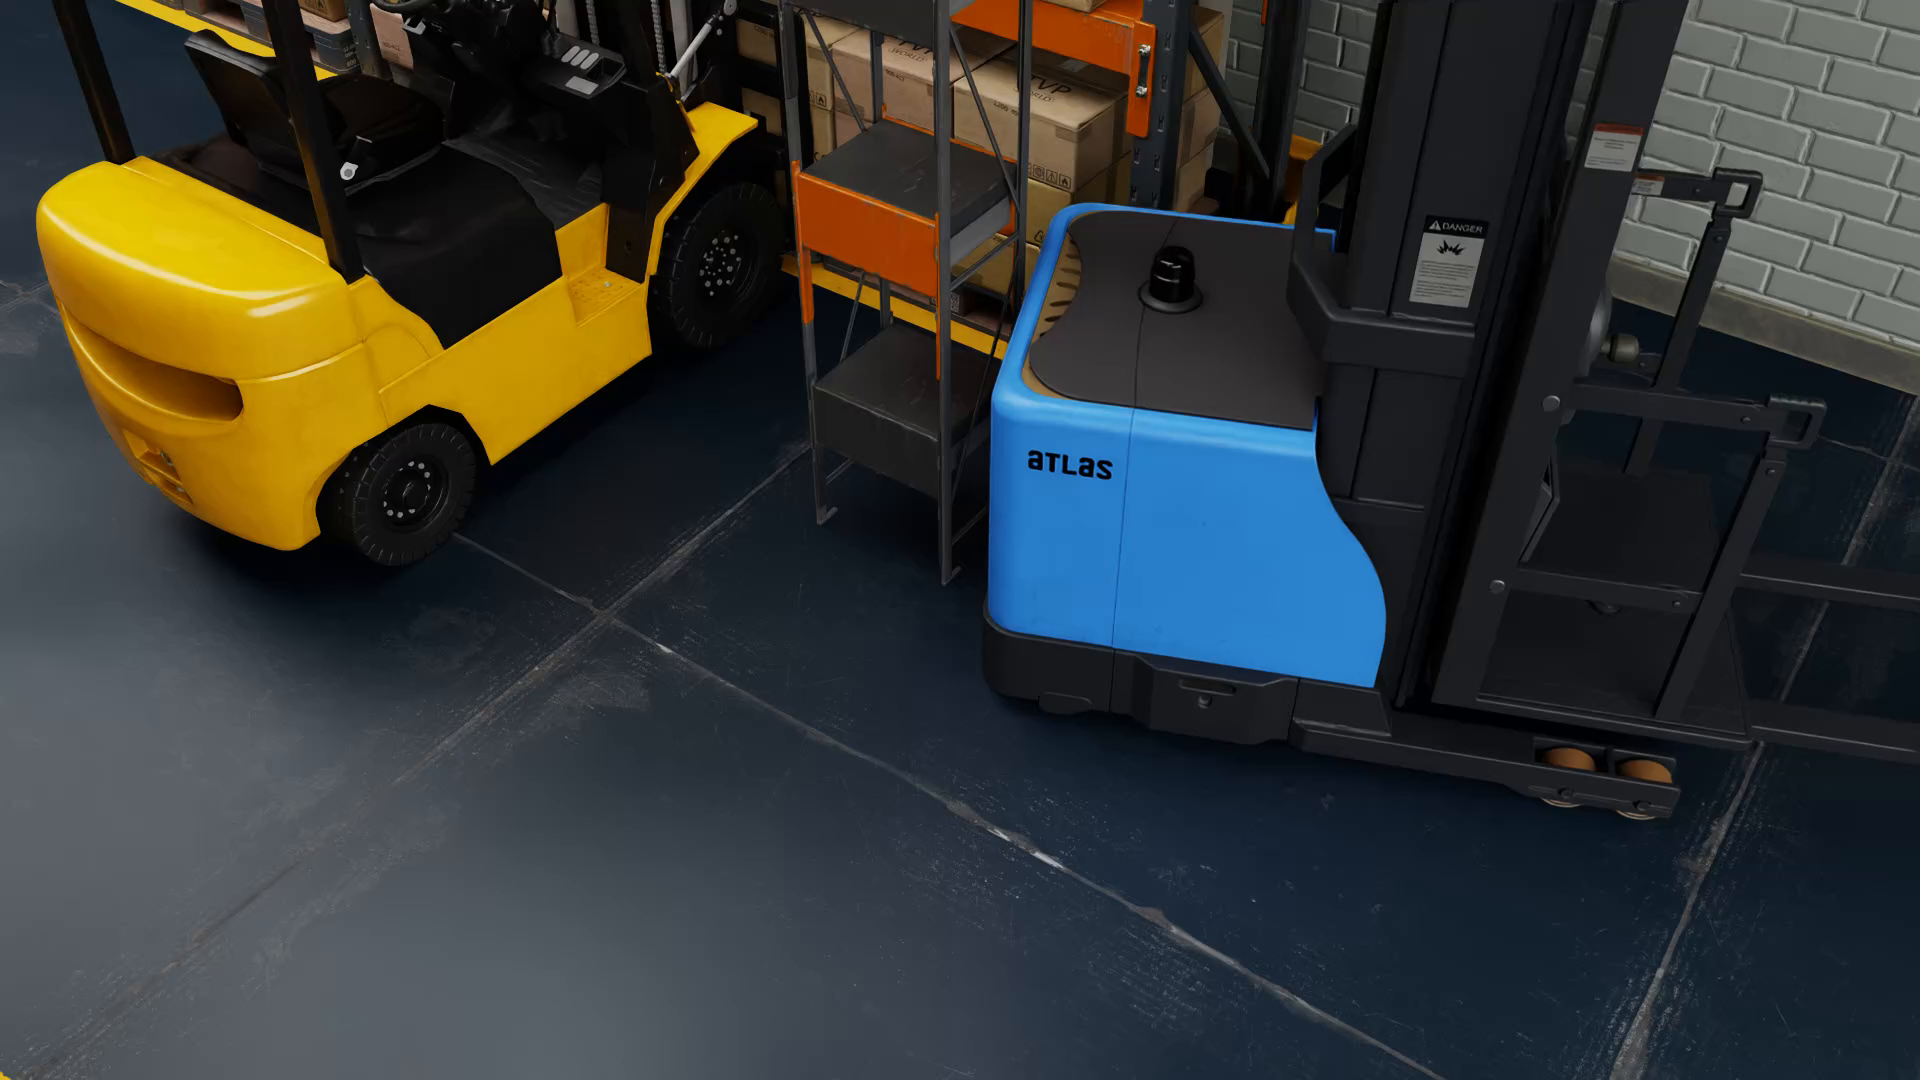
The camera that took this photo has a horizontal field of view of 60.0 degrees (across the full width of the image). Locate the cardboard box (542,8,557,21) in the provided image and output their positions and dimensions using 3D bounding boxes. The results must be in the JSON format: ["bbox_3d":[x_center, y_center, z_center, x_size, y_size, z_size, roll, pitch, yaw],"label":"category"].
[{"bbox_3d":[-1.356,-2.050,6.664,0.500,0.250,0.500,25,47,25],"label":"cardboard box"}]

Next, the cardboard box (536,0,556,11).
[{"bbox_3d":[-1.351,-2.239,6.500,0.500,0.250,0.500,27,48,27],"label":"cardboard box"}]

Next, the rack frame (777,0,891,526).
[{"bbox_3d":[-0.335,-0.939,4.725,0.015,2.100,0.400,25,48,25],"label":"rack frame"}]

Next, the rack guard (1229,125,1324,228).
[{"bbox_3d":[0.901,-1.004,5.997,0.348,0.500,1.175,25,48,25],"label":"rack guard"}]

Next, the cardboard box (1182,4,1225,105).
[{"bbox_3d":[0.596,-1.737,5.939,0.500,0.250,0.500,24,47,25],"label":"cardboard box"}]

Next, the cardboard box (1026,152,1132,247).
[{"bbox_3d":[0.303,-1.279,5.802,0.500,0.250,0.500,24,47,25],"label":"cardboard box"}]

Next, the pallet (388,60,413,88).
[{"bbox_3d":[-1.767,-2.110,7.450,1.213,0.211,1.003,25,48,25],"label":"pallet"}]

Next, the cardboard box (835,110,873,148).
[{"bbox_3d":[-0.101,-1.477,6.023,0.500,0.250,0.500,25,47,25],"label":"cardboard box"}]

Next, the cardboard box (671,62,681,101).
[{"bbox_3d":[-0.944,-1.856,6.447,0.500,0.250,0.500,25,47,25],"label":"cardboard box"}]

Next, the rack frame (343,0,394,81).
[{"bbox_3d":[-2.394,-3.476,6.886,0.127,3.000,1.000,25,48,25],"label":"rack frame"}]

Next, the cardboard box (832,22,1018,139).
[{"bbox_3d":[-0.096,-1.648,5.839,0.500,0.250,0.500,26,48,26],"label":"cardboard box"}]

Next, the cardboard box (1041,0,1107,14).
[{"bbox_3d":[0.328,-2.027,5.191,0.500,0.500,0.500,24,47,24],"label":"cardboard box"}]

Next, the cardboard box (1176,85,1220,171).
[{"bbox_3d":[0.616,-1.556,6.112,0.500,0.250,0.500,26,48,26],"label":"cardboard box"}]

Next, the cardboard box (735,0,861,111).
[{"bbox_3d":[-0.515,-1.835,6.049,0.500,0.250,0.500,26,48,26],"label":"cardboard box"}]

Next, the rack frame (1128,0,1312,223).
[{"bbox_3d":[0.881,-1.945,5.174,0.127,3.000,1.000,25,48,25],"label":"rack frame"}]

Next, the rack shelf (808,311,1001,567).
[{"bbox_3d":[-0.136,-0.314,5.097,0.480,0.518,0.431,25,48,25],"label":"rack shelf"}]

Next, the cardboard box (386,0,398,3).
[{"bbox_3d":[-2.175,-2.441,7.101,0.500,0.250,0.500,25,47,25],"label":"cardboard box"}]

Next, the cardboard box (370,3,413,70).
[{"bbox_3d":[-2.188,-2.242,7.254,0.500,0.250,0.500,26,48,26],"label":"cardboard box"}]

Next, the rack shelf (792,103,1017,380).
[{"bbox_3d":[-0.136,-0.836,4.630,0.480,0.518,0.431,25,48,25],"label":"rack shelf"}]

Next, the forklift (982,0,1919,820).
[{"bbox_3d":[1.634,-0.740,3.879,3.031,2.935,1.130,8,42,9],"label":"forklift"}]

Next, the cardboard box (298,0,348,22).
[{"bbox_3d":[-2.827,-2.942,7.754,0.625,0.625,0.875,27,48,27],"label":"cardboard box"}]

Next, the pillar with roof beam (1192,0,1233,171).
[{"bbox_3d":[-1.643,-2.589,1.395,0.400,9.000,9.100,25,48,25],"label":"pillar with roof beam"}]

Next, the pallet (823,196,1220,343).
[{"bbox_3d":[0.231,-1.176,6.406,1.213,0.211,1.003,25,48,25],"label":"pallet"}]

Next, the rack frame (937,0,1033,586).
[{"bbox_3d":[0.064,-0.752,4.516,0.015,2.100,0.400,25,48,25],"label":"rack frame"}]

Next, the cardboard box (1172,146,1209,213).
[{"bbox_3d":[0.591,-1.372,6.280,0.500,0.250,0.500,25,48,25],"label":"cardboard box"}]

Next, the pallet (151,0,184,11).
[{"bbox_3d":[-4.022,-3.165,8.629,1.213,0.211,1.003,25,48,25],"label":"pallet"}]

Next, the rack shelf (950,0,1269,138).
[{"bbox_3d":[-0.756,-2.443,6.270,4.000,0.370,1.077,25,48,25],"label":"rack shelf"}]

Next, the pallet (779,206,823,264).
[{"bbox_3d":[-0.764,-1.643,6.928,1.213,0.211,1.003,25,48,25],"label":"pallet"}]

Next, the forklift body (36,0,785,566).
[{"bbox_3d":[-1.719,-1.359,5.155,1.214,2.155,2.313,25,48,25],"label":"forklift body"}]

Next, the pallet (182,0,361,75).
[{"bbox_3d":[-3.019,-2.698,8.107,1.213,0.211,1.003,25,48,25],"label":"pallet"}]

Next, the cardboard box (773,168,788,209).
[{"bbox_3d":[-0.491,-1.476,6.397,0.500,0.250,0.500,26,48,26],"label":"cardboard box"}]

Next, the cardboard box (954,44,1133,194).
[{"bbox_3d":[0.325,-1.455,5.624,0.500,0.250,0.500,27,48,27],"label":"cardboard box"}]

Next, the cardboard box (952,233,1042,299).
[{"bbox_3d":[0.315,-1.084,5.959,0.500,0.250,0.500,25,48,26],"label":"cardboard box"}]

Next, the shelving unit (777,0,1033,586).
[{"bbox_3d":[-0.136,-0.846,4.621,0.503,2.100,0.431,25,48,25],"label":"shelving unit"}]

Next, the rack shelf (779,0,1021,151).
[{"bbox_3d":[-0.135,-1.357,4.163,0.480,0.518,0.431,25,48,25],"label":"rack shelf"}]

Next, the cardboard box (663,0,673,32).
[{"bbox_3d":[-0.926,-2.034,6.270,0.500,0.250,0.500,24,47,25],"label":"cardboard box"}]

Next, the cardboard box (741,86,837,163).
[{"bbox_3d":[-0.536,-1.663,6.231,0.500,0.250,0.500,24,47,24],"label":"cardboard box"}]
